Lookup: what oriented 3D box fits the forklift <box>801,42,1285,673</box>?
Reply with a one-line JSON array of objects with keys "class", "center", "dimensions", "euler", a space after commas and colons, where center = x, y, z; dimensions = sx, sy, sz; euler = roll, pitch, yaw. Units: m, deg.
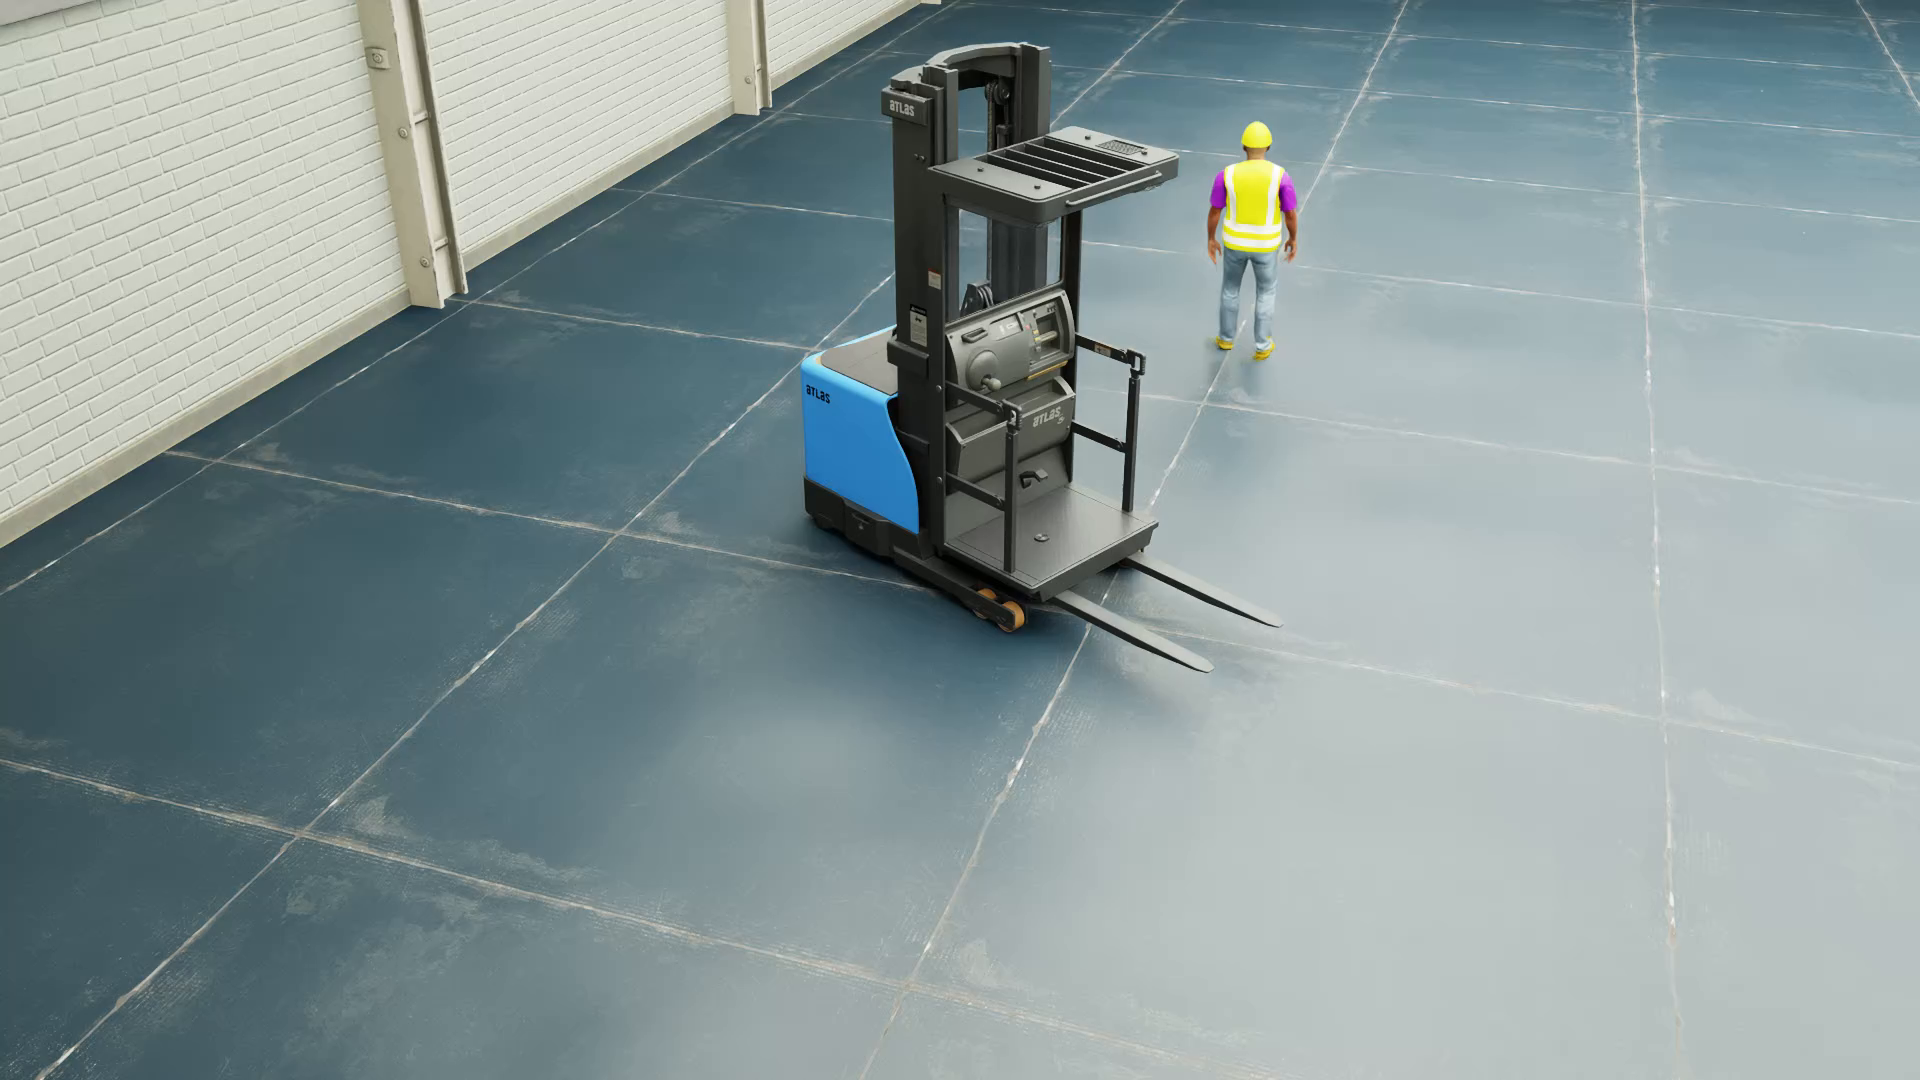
[{"class": "forklift", "center": [0.435, -1.055, 8.987], "dimensions": [1.130, 2.935, 3.031], "euler": [-26, 39, -38]}]

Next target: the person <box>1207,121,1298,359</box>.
[{"class": "person", "center": [2.146, -2.195, 12.193], "dimensions": [0.659, 1.784, 0.508], "euler": [8, 31, 14]}]
